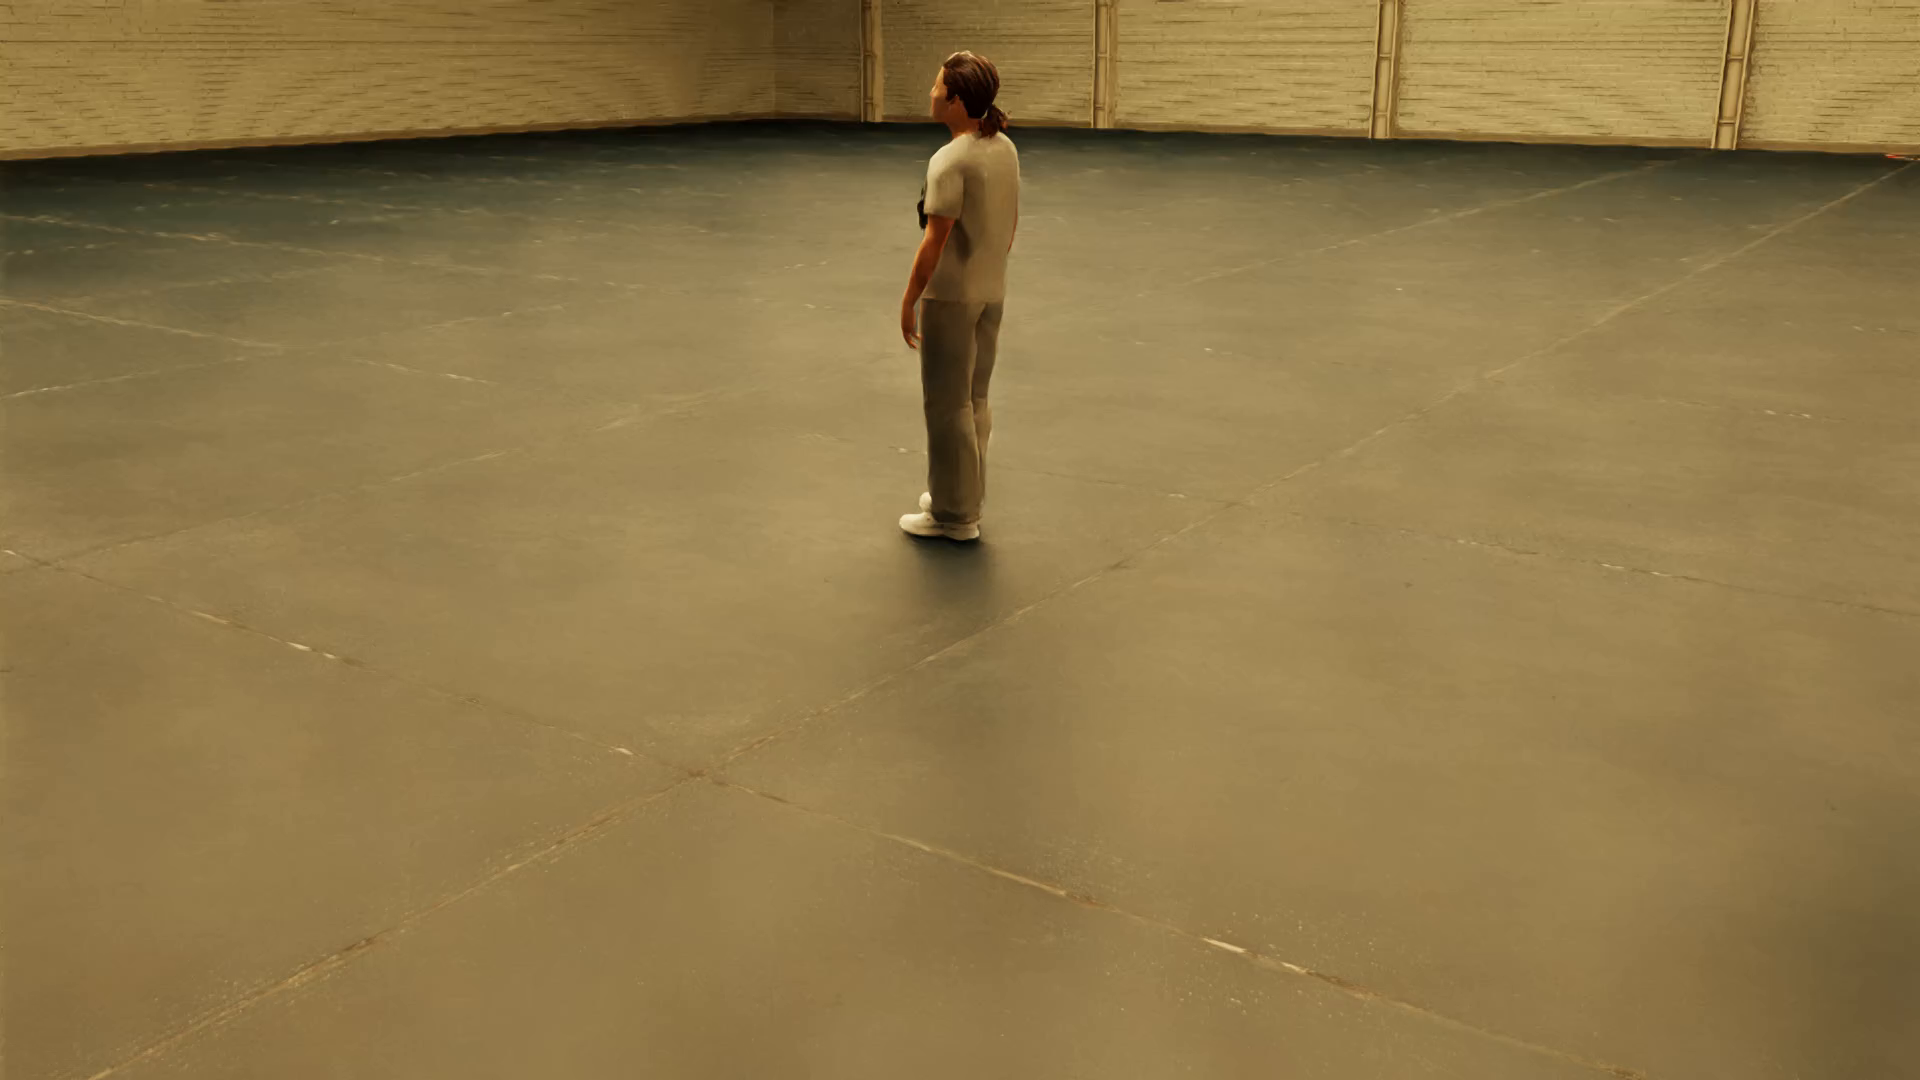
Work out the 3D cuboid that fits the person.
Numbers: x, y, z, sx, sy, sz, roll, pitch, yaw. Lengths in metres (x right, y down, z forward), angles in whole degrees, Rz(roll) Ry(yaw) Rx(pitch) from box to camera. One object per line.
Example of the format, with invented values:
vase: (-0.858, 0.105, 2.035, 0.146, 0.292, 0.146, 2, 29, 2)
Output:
person: (-0.053, -0.825, 5.757, 0.548, 1.674, 0.550, 11, 20, 33)
